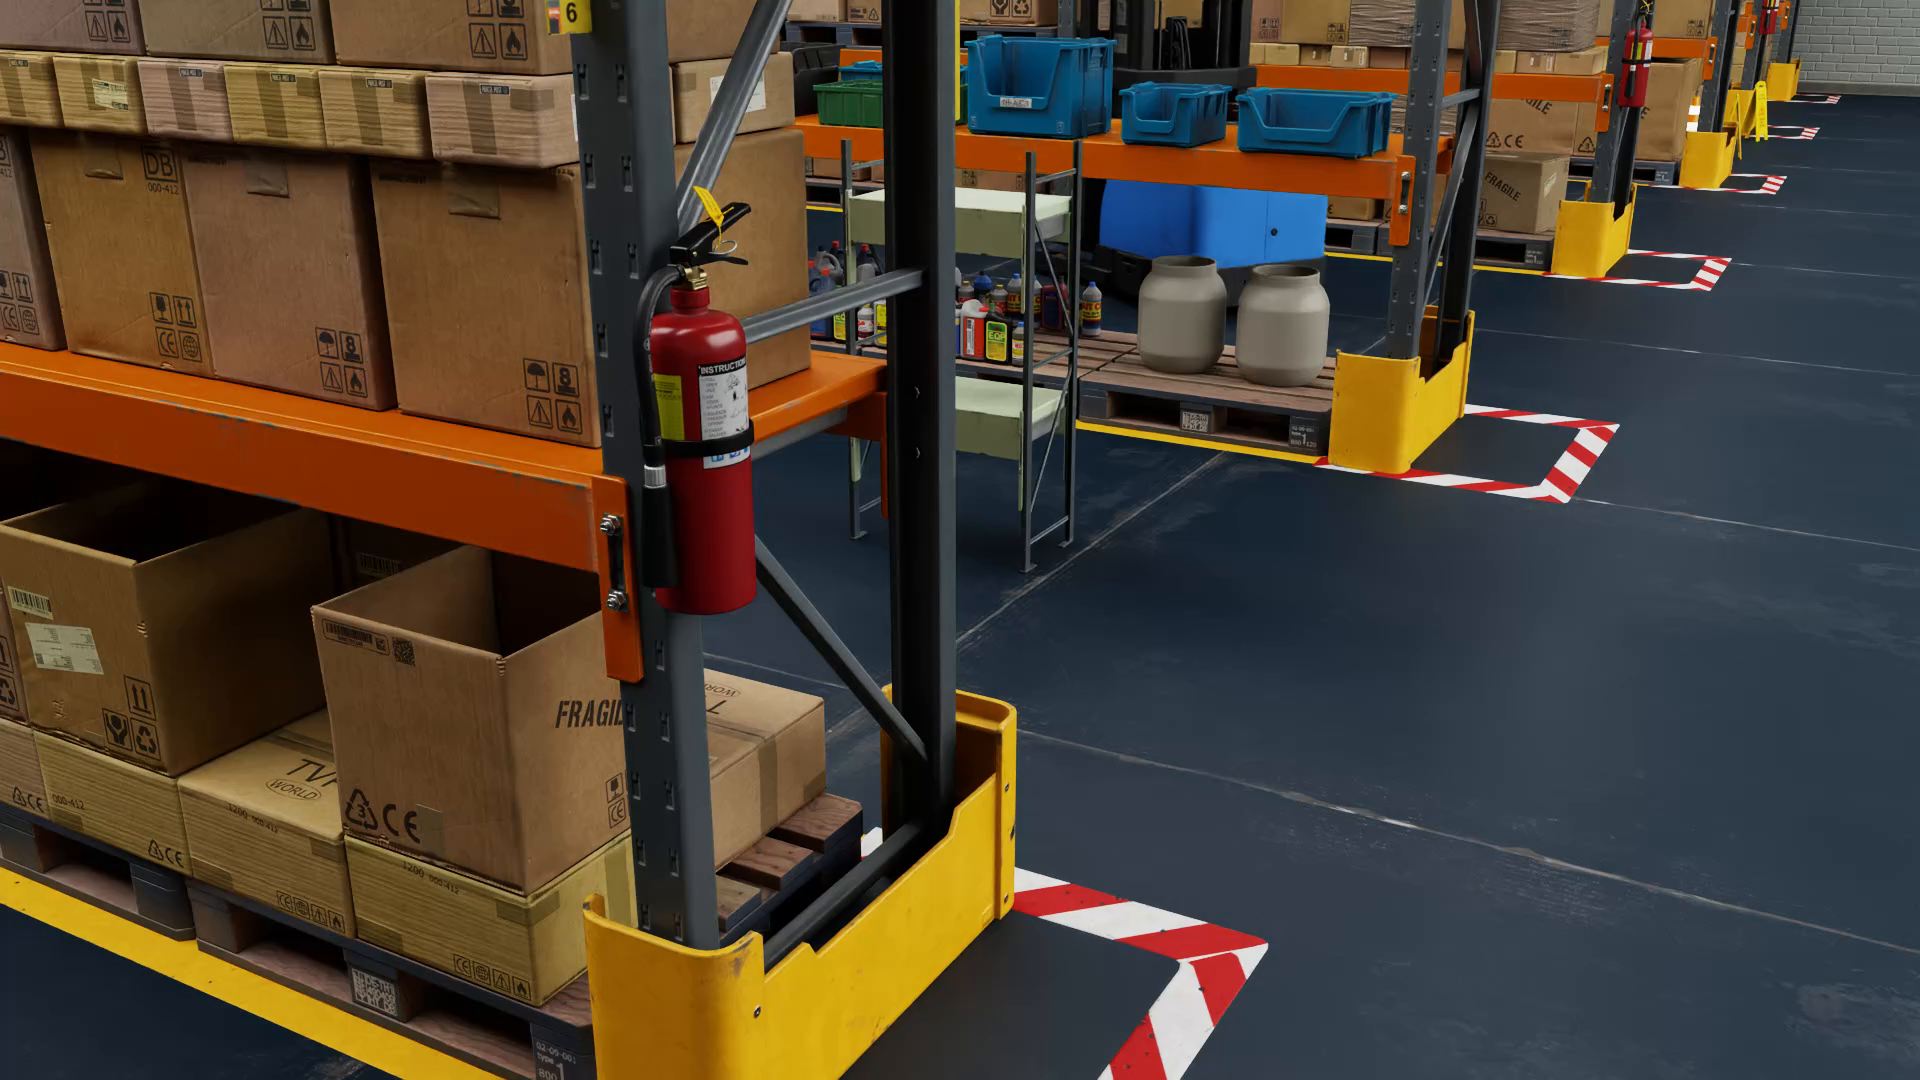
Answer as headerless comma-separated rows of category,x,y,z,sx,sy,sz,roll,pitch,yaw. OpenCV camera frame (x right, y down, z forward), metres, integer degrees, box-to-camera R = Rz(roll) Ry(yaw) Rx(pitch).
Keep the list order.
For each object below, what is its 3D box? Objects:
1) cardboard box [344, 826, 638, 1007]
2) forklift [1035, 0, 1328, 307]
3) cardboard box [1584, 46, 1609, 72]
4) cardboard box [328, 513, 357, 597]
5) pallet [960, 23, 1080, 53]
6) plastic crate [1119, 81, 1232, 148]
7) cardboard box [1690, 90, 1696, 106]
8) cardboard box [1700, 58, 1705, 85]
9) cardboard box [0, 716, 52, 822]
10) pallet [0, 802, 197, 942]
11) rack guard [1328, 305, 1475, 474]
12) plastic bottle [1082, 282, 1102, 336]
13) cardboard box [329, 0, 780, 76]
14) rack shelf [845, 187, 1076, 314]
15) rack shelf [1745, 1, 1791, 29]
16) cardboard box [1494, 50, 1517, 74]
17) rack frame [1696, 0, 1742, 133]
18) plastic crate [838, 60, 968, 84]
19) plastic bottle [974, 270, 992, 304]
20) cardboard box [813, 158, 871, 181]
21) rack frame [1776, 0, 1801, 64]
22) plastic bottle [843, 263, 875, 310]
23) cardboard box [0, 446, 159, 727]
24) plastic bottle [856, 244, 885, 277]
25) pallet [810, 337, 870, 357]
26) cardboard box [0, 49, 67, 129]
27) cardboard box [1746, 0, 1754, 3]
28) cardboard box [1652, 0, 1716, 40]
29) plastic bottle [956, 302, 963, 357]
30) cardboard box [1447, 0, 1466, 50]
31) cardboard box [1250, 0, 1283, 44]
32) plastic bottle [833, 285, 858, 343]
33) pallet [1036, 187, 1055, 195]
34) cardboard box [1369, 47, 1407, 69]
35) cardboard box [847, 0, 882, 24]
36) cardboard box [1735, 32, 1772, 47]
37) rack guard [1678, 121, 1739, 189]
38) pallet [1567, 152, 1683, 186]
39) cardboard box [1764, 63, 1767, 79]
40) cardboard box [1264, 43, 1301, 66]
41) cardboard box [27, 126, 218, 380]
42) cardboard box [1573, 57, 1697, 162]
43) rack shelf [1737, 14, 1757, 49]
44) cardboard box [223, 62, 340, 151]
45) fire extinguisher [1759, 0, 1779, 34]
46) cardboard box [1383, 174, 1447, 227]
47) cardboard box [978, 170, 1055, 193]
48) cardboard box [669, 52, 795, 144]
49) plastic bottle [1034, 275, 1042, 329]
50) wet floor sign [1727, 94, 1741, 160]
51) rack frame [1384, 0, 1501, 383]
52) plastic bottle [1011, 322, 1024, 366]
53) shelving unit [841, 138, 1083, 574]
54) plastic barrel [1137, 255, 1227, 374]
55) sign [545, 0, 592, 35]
cardboard box,-0.915,0.680,3.507,0.500,0.250,0.500,11,23,27
forklift,1.136,-3.209,10.912,1.130,2.935,3.031,-10,22,-26
cardboard box,4.399,-3.362,11.604,0.250,0.149,0.380,11,23,27
cardboard box,-1.543,0.012,4.250,0.500,0.500,0.500,11,23,27
pallet,0.443,-4.107,13.571,1.213,0.211,1.003,11,23,27
plastic crate,0.969,-1.921,7.481,0.408,0.251,0.499,11,23,27
cardboard box,8.507,-5.275,19.926,0.500,0.250,0.500,11,23,27
cardboard box,8.774,-5.790,20.244,0.500,0.500,0.500,10,22,26
cardboard box,-2.231,0.435,4.185,0.500,0.250,0.500,11,23,27
pallet,-2.052,0.579,4.458,1.213,0.211,1.003,11,23,27
rack guard,2.027,-0.711,7.592,0.348,0.500,1.175,11,23,27
plastic bottle,0.685,-1.206,8.647,0.097,0.271,0.097,0,20,0
cardboard box,-0.750,-1.161,3.117,0.500,0.500,0.700,11,23,27
rack shelf,0.006,-1.071,5.973,0.720,0.370,0.431,11,23,27
rack shelf,10.036,-7.785,24.483,4.000,0.370,1.077,11,23,27
cardboard box,3.721,-3.298,11.426,0.250,0.149,0.380,11,23,27
rack frame,7.039,-4.822,15.259,0.127,3.000,1.000,11,23,27
plastic crate,-0.277,-2.380,8.744,0.616,0.251,0.499,11,23,27
plastic bottle,0.122,-1.313,8.943,0.097,0.271,0.097,0,20,0
cardboard box,-0.869,-3.438,14.465,0.500,0.500,0.700,13,24,32
rack frame,11.782,-7.791,23.443,0.127,3.000,1.000,11,23,27
plastic bottle,-0.556,-1.378,9.113,0.135,0.276,0.152,11,23,27
cardboard box,-2.232,0.083,4.054,0.500,0.500,0.500,11,23,27
plastic bottle,-0.506,-1.461,9.234,0.185,0.351,0.144,10,22,25
pallet,-0.810,-1.118,9.137,1.213,0.211,1.003,11,23,27
cardboard box,-1.860,-0.987,3.590,0.250,0.149,0.380,11,23,29
cardboard box,11.224,-7.841,23.436,0.500,0.500,0.500,10,22,26
cardboard box,6.693,-4.941,15.366,0.550,0.550,0.875,11,23,27
plastic bottle,-0.029,-1.062,8.243,0.135,0.276,0.152,10,22,26
cardboard box,3.570,-3.696,11.572,0.500,0.500,0.875,11,23,27
cardboard box,2.307,-3.974,12.339,0.500,0.500,0.875,11,23,27
plastic bottle,-0.585,-1.154,8.485,0.133,0.283,0.061,12,23,30
pallet,0.359,-2.845,13.900,1.213,0.211,1.003,11,23,27
cardboard box,3.083,-3.433,11.798,0.250,0.149,0.380,11,23,27
cardboard box,-0.519,-4.534,13.698,0.637,0.503,0.797,13,24,33
cardboard box,11.228,-7.149,23.625,0.500,0.250,0.500,12,23,29
rack guard,7.060,-3.643,15.674,0.348,0.500,1.175,11,23,27
pallet,6.303,-3.621,16.037,1.213,0.211,1.003,11,23,27
cardboard box,11.449,-6.835,24.226,0.500,0.250,0.500,11,23,28
cardboard box,2.397,-3.538,12.089,0.250,0.149,0.380,11,23,27
cardboard box,-1.596,-0.712,3.783,0.500,0.500,0.700,11,23,28
cardboard box,6.414,-4.113,15.806,0.875,0.875,0.875,11,23,28
rack shelf,7.619,-6.307,20.407,4.000,0.370,1.077,11,23,27
cardboard box,-1.182,-0.858,3.233,0.250,0.149,0.380,10,22,27
fire extinguisher,9.240,-6.120,18.950,0.183,0.674,0.296,11,23,27
cardboard box,3.456,-2.582,12.135,0.500,0.500,0.500,18,27,41
cardboard box,0.514,-3.167,13.719,0.500,0.500,0.700,9,22,23
cardboard box,-0.540,-0.895,3.335,0.250,0.149,0.380,11,22,27
plastic bottle,0.386,-1.263,8.804,0.097,0.271,0.097,0,20,0
wet floor sign,8.030,-4.300,17.272,0.232,0.644,0.267,7,21,18
rack frame,2.116,-1.888,7.170,0.127,3.000,1.000,11,23,27
plastic bottle,0.299,-0.954,8.054,0.097,0.201,0.097,0,20,0
shelving unit,0.006,-0.704,6.106,0.755,1.500,0.431,11,23,27
plastic barrel,1.067,-1.085,7.991,0.421,0.512,0.421,0,20,0
sign,-0.580,-0.910,2.430,0.005,0.325,0.100,11,23,27
